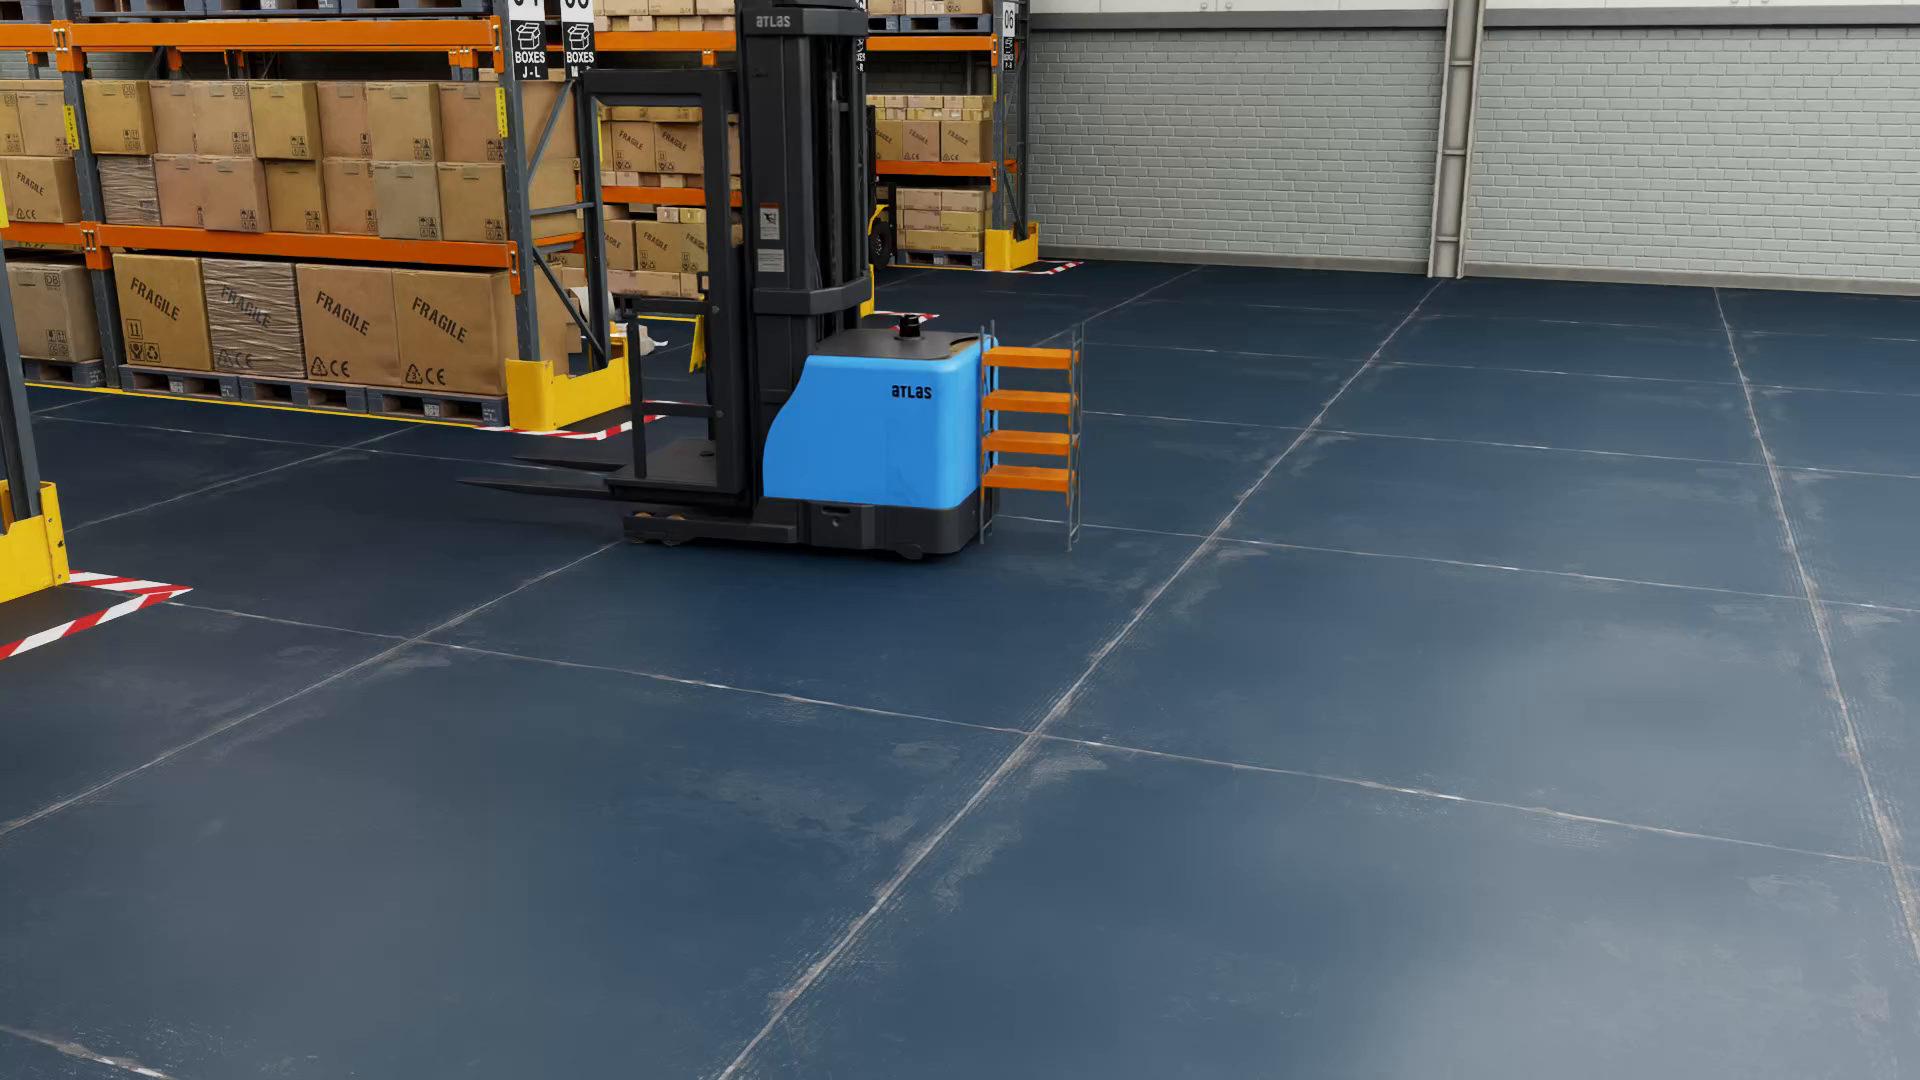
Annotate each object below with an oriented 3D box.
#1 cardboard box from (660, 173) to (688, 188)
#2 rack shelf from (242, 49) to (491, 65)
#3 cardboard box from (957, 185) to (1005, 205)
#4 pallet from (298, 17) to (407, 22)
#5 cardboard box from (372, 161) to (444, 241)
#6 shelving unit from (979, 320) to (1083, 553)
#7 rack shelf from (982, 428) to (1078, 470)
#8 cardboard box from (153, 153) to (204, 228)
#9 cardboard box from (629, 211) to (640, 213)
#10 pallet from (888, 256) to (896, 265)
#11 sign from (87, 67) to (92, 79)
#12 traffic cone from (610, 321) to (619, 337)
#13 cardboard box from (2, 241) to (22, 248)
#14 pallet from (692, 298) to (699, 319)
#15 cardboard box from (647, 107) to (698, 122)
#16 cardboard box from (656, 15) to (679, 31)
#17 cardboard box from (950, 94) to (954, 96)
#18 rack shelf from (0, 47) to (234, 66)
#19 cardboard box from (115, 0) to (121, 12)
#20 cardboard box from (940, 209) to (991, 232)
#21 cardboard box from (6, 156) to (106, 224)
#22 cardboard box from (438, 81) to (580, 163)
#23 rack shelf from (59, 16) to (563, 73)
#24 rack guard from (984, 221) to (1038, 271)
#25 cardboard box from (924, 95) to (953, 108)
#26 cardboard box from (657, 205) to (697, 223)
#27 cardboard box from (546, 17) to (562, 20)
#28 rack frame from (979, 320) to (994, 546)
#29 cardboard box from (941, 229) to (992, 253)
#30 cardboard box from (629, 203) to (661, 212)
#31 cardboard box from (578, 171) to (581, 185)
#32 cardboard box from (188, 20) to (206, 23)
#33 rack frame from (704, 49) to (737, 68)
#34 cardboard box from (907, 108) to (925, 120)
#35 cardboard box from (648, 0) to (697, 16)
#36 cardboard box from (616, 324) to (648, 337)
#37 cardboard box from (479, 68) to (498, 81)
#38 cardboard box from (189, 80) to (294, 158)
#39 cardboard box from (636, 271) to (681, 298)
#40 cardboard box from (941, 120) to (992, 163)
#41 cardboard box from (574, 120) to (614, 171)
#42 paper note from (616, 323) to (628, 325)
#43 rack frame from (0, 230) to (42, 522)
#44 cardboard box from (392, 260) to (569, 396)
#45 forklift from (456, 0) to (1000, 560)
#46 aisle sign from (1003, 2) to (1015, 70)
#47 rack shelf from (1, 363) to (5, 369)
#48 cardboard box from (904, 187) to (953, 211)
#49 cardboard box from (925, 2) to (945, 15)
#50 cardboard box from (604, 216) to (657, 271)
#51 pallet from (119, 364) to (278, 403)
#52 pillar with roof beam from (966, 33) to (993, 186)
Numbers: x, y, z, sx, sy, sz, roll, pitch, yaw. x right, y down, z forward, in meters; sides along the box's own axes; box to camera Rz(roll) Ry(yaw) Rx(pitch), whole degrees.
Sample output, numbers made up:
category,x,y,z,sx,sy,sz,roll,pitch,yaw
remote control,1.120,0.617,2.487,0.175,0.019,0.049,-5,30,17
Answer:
category,x,y,z,sx,sy,sz,roll,pitch,yaw
cardboard box,-2.820,-3.645,16.799,0.250,0.149,0.380,6,17,20
rack shelf,-8.663,-7.076,24.076,4.000,0.370,1.077,6,17,21
cardboard box,0.262,-4.417,21.394,0.500,0.250,0.500,6,17,20
pallet,-6.401,-5.626,18.128,1.003,0.211,1.213,6,17,21
cardboard box,-3.782,-2.525,12.221,0.550,0.550,0.875,6,17,21
shelving unit,0.380,-0.559,8.948,0.503,1.200,0.258,4,17,15
rack shelf,0.380,-0.495,8.967,0.480,0.148,0.258,4,17,15
cardboard box,-5.754,-2.772,13.073,0.550,0.550,0.875,6,17,21
cardboard box,-3.777,-3.278,17.918,0.500,0.500,0.500,7,17,22
pallet,-1.219,-3.811,21.923,1.213,0.211,1.003,6,17,21
sign,-14.023,-7.444,26.792,0.005,0.325,0.100,6,17,21
traffic cone,-2.874,-1.580,13.786,0.334,0.463,0.336,6,17,21
cardboard box,-11.736,-4.036,20.754,0.875,0.875,0.875,7,18,22
pallet,-1.992,-2.431,17.168,1.213,0.211,1.003,6,17,21
cardboard box,-2.714,-4.416,16.498,0.500,0.500,0.700,6,17,20
cardboard box,-2.794,-5.092,16.404,0.250,0.149,0.380,6,17,19
cardboard box,-0.077,-5.609,21.237,0.250,0.149,0.380,7,17,22
rack shelf,-10.481,-5.788,19.641,4.000,0.370,1.077,6,17,21
cardboard box,-9.611,-6.230,18.942,0.500,0.500,0.700,5,17,18
cardboard box,0.072,-4.048,21.018,0.500,0.250,0.500,6,17,20
cardboard box,-7.205,-2.817,13.318,0.500,0.500,0.500,6,17,20
cardboard box,-3.232,-3.014,11.971,0.550,0.550,0.875,6,17,21
rack shelf,-4.761,-3.675,12.364,4.000,0.370,1.077,6,17,21
rack guard,0.662,-3.755,21.211,0.348,0.500,1.175,6,17,21
cardboard box,-0.266,-5.479,20.790,0.250,0.149,0.380,7,17,22
cardboard box,-2.863,-3.311,16.869,0.250,0.149,0.380,7,18,23
cardboard box,-3.987,-5.230,16.878,0.250,0.149,0.380,7,18,22
rack frame,0.145,-0.577,9.010,0.015,1.200,0.240,4,17,15
cardboard box,0.086,-3.805,21.079,0.500,0.250,0.500,6,17,21
cardboard box,-4.290,-4.560,23.007,0.625,0.625,0.875,6,17,20
cardboard box,-3.735,-3.758,17.189,0.250,0.149,0.380,6,17,20
cardboard box,-8.390,-5.732,18.608,0.250,0.149,0.380,6,17,21
rack frame,-3.082,-5.367,22.280,0.127,3.000,1.000,6,17,21
cardboard box,-0.480,-5.369,20.945,0.250,0.149,0.380,6,17,20
cardboard box,-2.705,-5.267,16.293,0.500,0.250,0.500,7,18,22
cardboard box,-3.138,-1.911,15.489,0.380,0.149,0.250,-12,20,-37
cardboard box,-4.570,-4.649,17.301,0.500,0.500,0.700,6,17,20
cardboard box,-5.285,-3.212,12.651,0.550,0.550,0.875,6,17,21
cardboard box,-2.997,-2.671,17.173,0.500,0.250,0.500,6,17,19
cardboard box,0.085,-4.988,20.795,0.500,0.500,0.500,6,17,19
cardboard box,-3.655,-4.053,17.040,0.500,0.500,0.500,6,17,20
paper note,-3.372,-2.145,16.508,0.148,0.019,0.142,0,16,1
rack frame,-4.815,-1.100,7.582,0.127,3.000,1.000,6,17,21
cardboard box,-3.556,-1.609,12.395,0.875,0.875,0.875,6,17,21
forklift,-1.347,-1.511,9.122,3.031,2.935,1.130,4,17,15
aisle sign,0.593,-6.123,20.223,0.004,0.787,0.394,6,17,21
rack shelf,-6.675,-0.959,8.387,4.000,0.370,1.077,6,17,21
cardboard box,-0.381,-4.336,21.114,0.500,0.250,0.500,7,17,22
cardboard box,-0.243,-6.533,20.436,0.250,0.149,0.380,6,17,19
cardboard box,-3.466,-3.085,17.253,0.500,0.500,0.500,7,18,24
pallet,-5.943,-1.348,13.437,1.213,0.211,1.003,6,17,21
pillar with roof beam,-1.257,-7.027,17.239,0.400,9.000,9.100,6,17,21
